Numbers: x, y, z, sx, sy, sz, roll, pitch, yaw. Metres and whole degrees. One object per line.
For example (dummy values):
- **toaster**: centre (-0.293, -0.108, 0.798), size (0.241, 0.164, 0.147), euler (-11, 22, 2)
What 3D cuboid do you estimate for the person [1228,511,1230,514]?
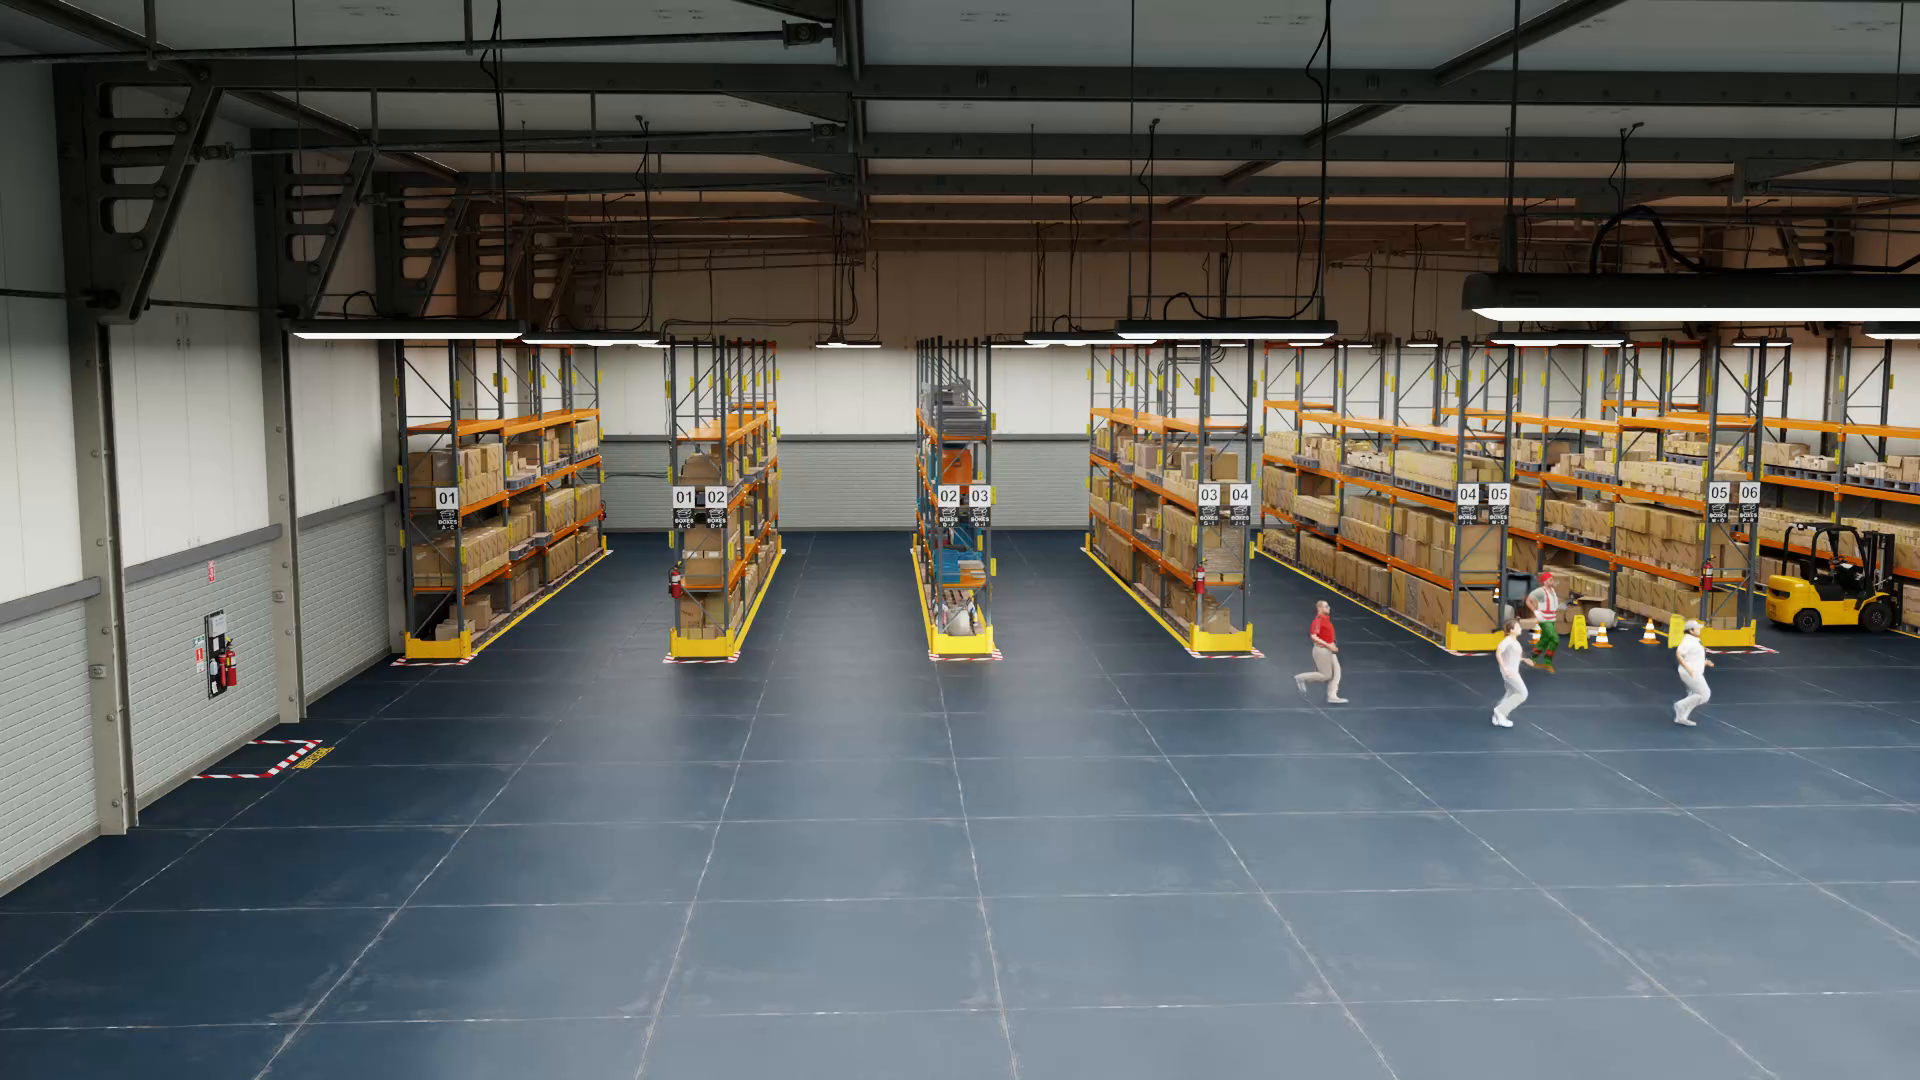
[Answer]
- **person**: centre (7.500, -0.265, 45.235), size (0.595, 1.699, 0.934), euler (0, 7, -4)

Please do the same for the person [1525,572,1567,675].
- **person**: centre (10.468, 1.480, 29.680), size (0.629, 1.828, 0.701), euler (-6, 9, -45)

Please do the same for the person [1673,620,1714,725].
- **person**: centre (11.225, 2.038, 25.406), size (0.528, 1.625, 0.600), euler (3, 7, 27)

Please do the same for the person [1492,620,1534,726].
- **person**: centre (8.444, 2.028, 25.376), size (0.569, 1.637, 0.573), euler (3, 7, 25)

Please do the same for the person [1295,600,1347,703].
- **person**: centre (5.923, 1.821, 27.119), size (0.835, 1.685, 0.677), euler (3, 7, 26)
